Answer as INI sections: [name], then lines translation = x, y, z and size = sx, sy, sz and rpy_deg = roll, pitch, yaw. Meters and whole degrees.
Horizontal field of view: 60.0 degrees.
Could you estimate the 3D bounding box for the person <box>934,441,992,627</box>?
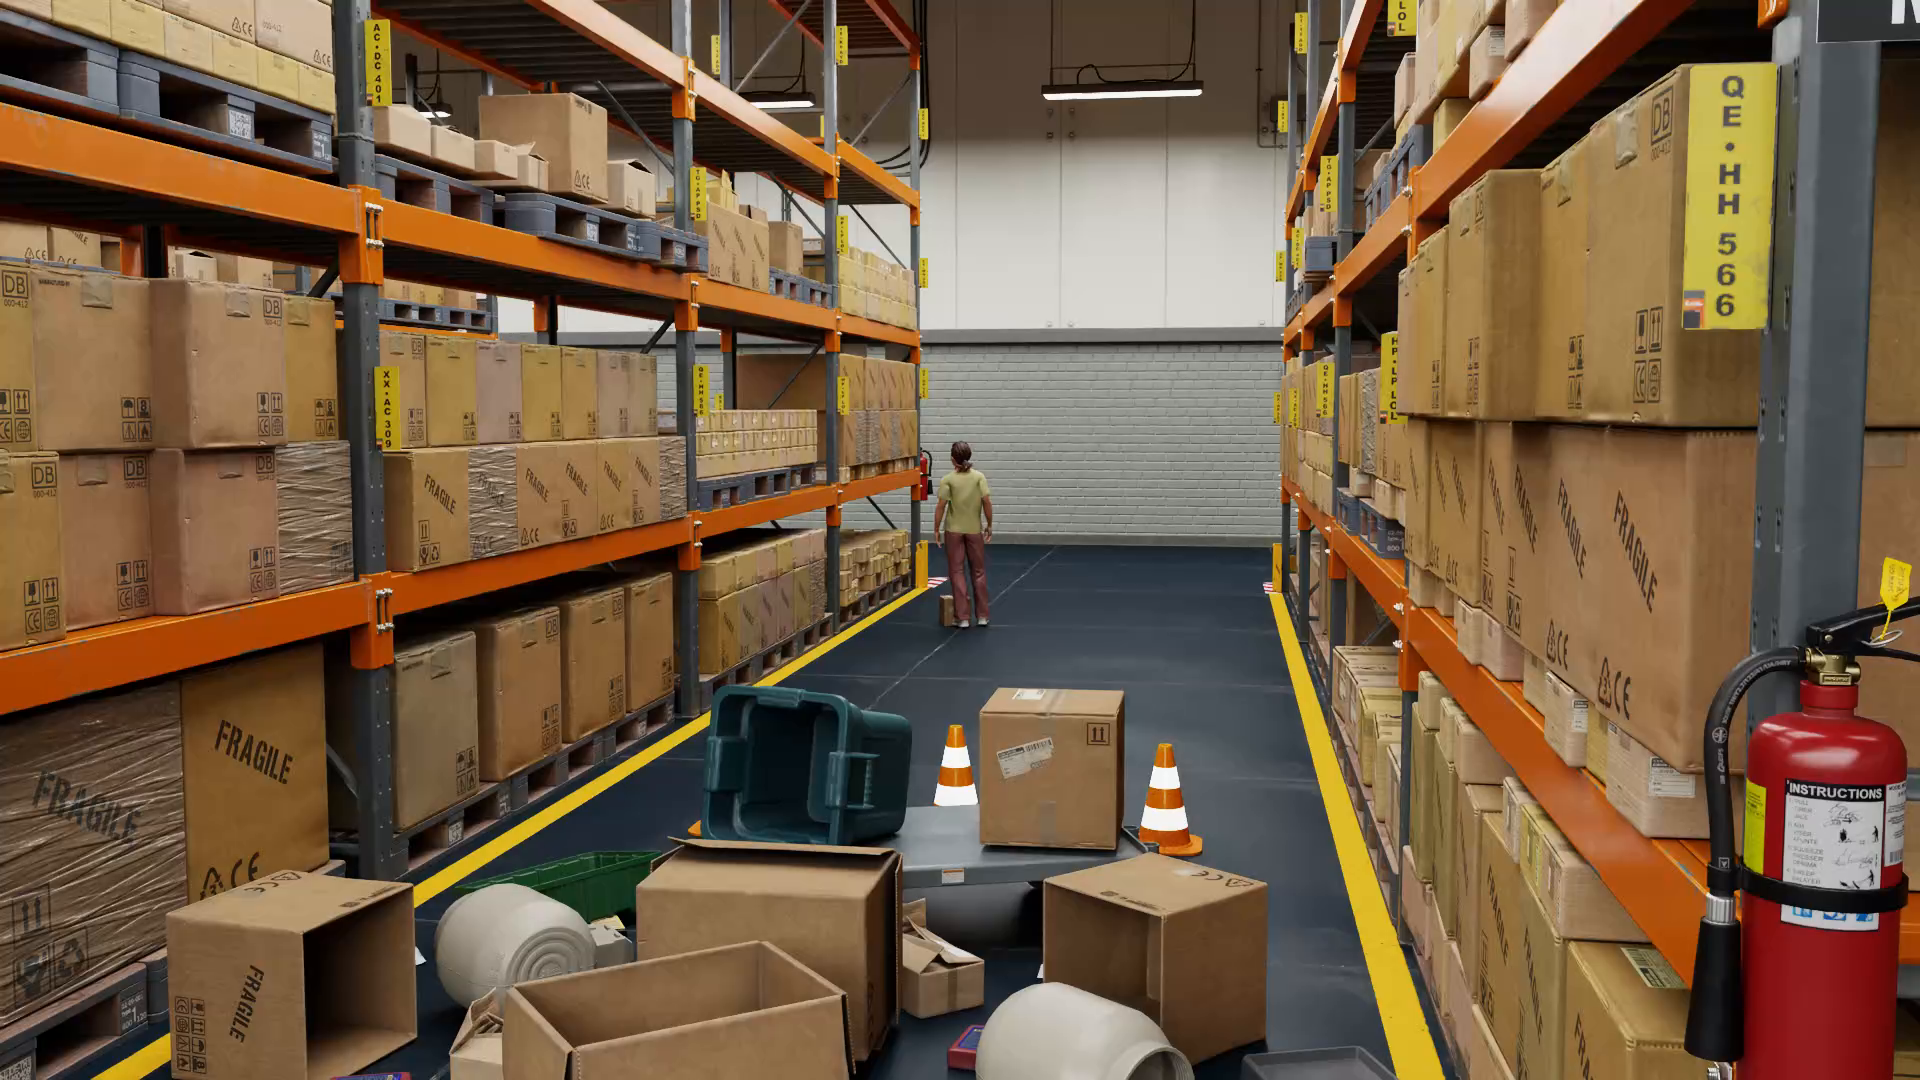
[person]
translation = 0.026, -0.052, 14.957
size = 0.552, 1.665, 0.548
rpy_deg = -1, 5, -10
